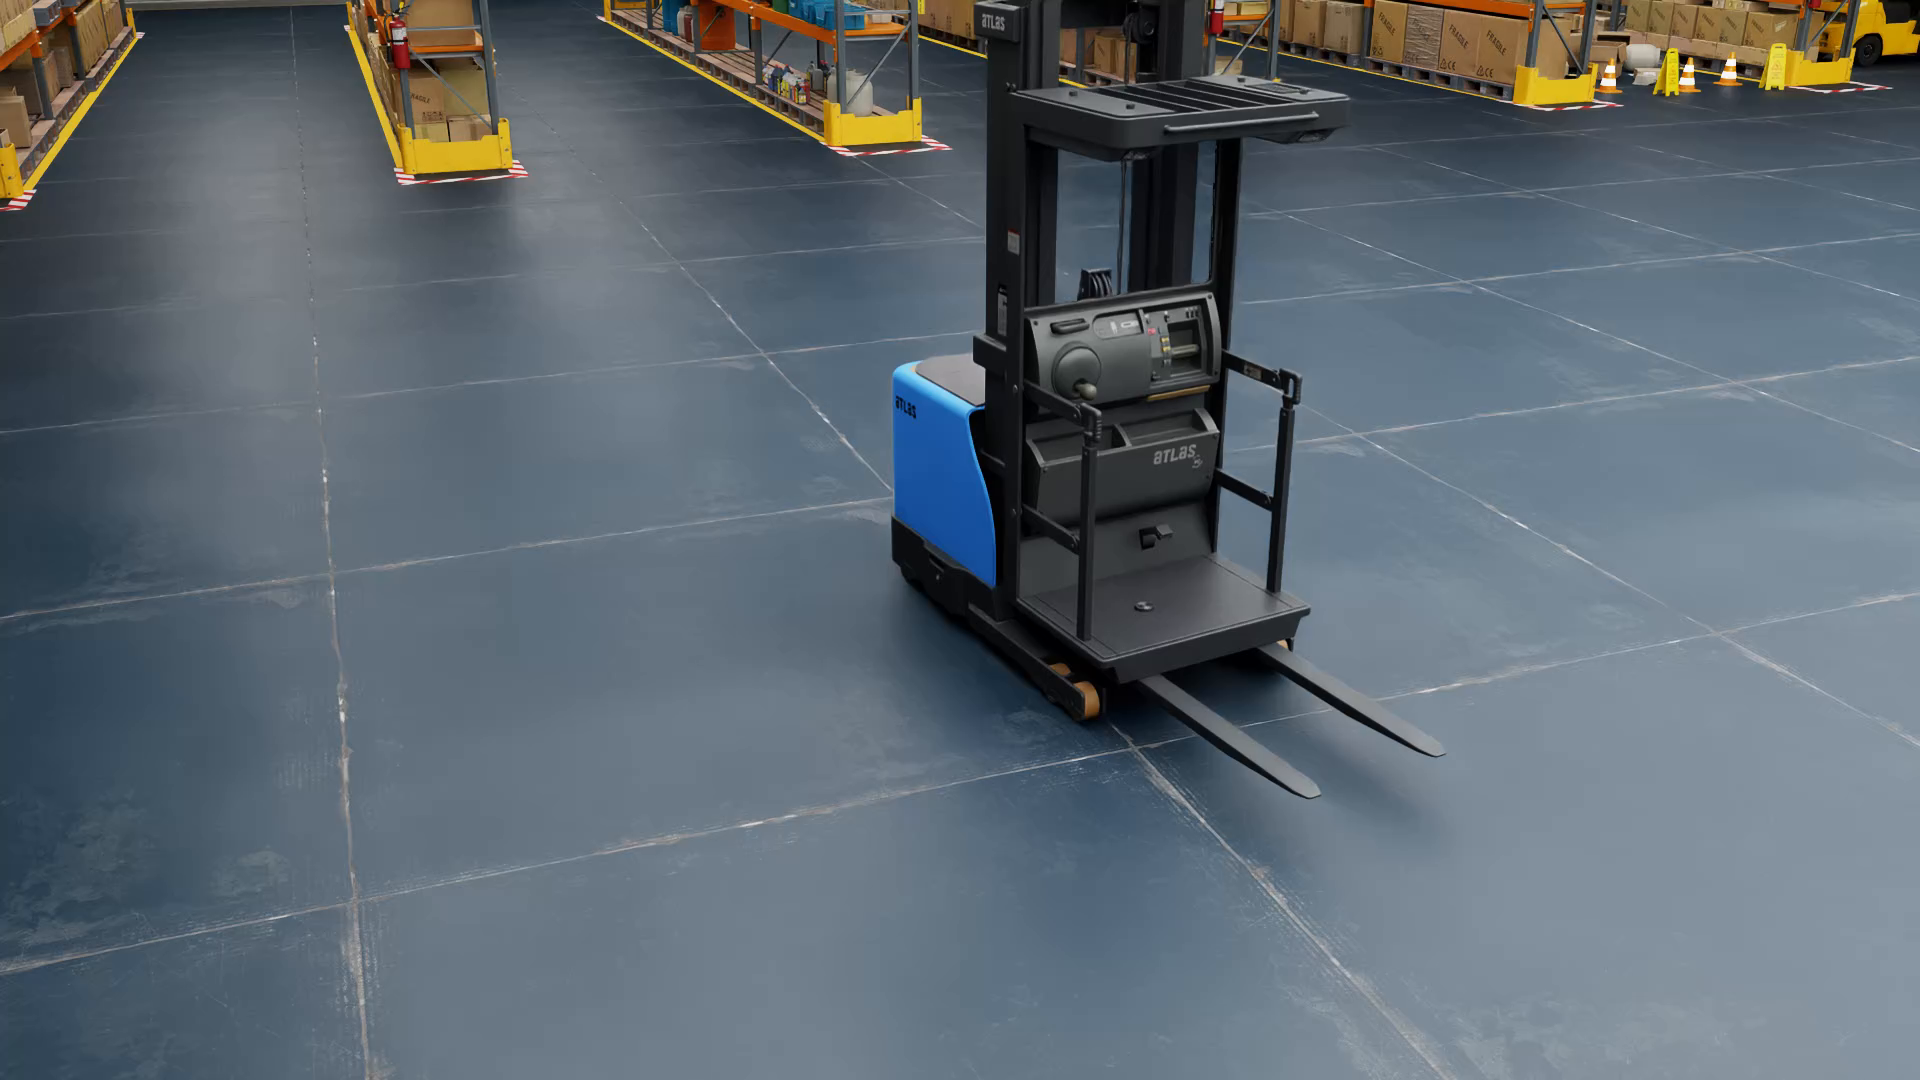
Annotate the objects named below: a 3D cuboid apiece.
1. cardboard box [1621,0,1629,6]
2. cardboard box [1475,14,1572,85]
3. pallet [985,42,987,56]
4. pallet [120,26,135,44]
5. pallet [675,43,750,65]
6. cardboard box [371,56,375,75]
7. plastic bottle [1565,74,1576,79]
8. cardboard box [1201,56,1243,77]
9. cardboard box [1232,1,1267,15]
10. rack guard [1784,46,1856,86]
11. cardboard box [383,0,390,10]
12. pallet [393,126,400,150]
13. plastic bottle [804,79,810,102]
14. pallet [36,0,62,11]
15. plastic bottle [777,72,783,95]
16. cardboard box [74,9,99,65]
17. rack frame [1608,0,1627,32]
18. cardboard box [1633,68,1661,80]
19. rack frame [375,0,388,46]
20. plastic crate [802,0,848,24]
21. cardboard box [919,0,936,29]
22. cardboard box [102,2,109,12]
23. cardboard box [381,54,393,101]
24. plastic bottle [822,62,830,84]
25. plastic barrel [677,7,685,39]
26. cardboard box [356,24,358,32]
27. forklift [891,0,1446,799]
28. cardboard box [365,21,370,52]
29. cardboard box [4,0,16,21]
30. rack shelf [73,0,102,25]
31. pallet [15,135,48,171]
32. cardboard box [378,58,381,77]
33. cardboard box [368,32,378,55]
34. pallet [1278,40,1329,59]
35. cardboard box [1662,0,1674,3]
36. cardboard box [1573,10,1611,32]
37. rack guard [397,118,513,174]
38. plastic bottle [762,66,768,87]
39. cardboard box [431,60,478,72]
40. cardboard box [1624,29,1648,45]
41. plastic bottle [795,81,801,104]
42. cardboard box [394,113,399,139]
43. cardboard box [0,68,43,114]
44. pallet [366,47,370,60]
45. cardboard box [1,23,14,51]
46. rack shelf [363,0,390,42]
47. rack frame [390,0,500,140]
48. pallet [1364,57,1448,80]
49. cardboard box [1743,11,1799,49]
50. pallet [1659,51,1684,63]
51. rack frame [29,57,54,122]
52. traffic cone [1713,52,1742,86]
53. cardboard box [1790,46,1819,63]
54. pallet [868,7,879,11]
[{"bbox_3d":[14.028,-11.394,34.598,0.500,0.500,0.500,-7,24,-17],"label":"cardboard box"},{"bbox_3d":[8.020,-7.001,23.694,0.875,0.875,0.875,-8,24,-19],"label":"cardboard box"},{"bbox_3d":[1.094,-8.243,28.037,1.003,0.211,1.213,-8,24,-19],"label":"pallet"},{"bbox_3d":[-15.553,-9.116,30.106,1.003,0.211,1.213,-8,24,-19],"label":"pallet"},{"bbox_3d":[-4.131,-8.129,27.764,1.003,0.211,1.213,-8,24,-19],"label":"pallet"},{"bbox_3d":[-8.360,-6.968,24.420,0.500,0.250,0.500,-9,24,-20],"label":"cardboard box"},{"bbox_3d":[9.415,-7.117,25.558,0.133,0.061,0.283,-18,29,-37],"label":"plastic bottle"},{"bbox_3d":[3.441,-6.177,22.220,0.500,0.500,0.500,-4,23,-9],"label":"cardboard box"},{"bbox_3d":[3.768,-6.926,21.645,0.380,0.149,0.250,-8,24,-19],"label":"cardboard box"},{"bbox_3d":[12.890,-7.141,25.049,1.175,0.500,0.348,-8,24,-19],"label":"rack guard"},{"bbox_3d":[-7.518,-7.234,22.223,0.396,0.266,0.258,-9,24,-20],"label":"cardboard box"},{"bbox_3d":[-6.360,-4.978,20.288,1.003,0.211,1.213,-8,24,-19],"label":"pallet"},{"bbox_3d":[-2.011,-5.895,21.804,0.061,0.283,0.133,-8,24,-19],"label":"plastic bottle"},{"bbox_3d":[-12.344,-6.972,21.676,1.003,0.211,1.213,-8,24,-19],"label":"pallet"},{"bbox_3d":[-2.418,-6.146,22.401,0.061,0.283,0.133,-7,24,-17],"label":"plastic bottle"},{"bbox_3d":[-13.523,-7.581,25.102,0.750,0.750,0.750,-8,24,-19],"label":"cardboard box"},{"bbox_3d":[11.504,-9.719,27.947,1.000,3.000,0.127,-8,24,-19],"label":"rack frame"},{"bbox_3d":[10.564,-7.151,25.524,0.380,0.149,0.250,4,23,9],"label":"cardboard box"},{"bbox_3d":[-7.036,-7.001,21.499,1.000,3.000,0.127,-8,24,-19],"label":"rack frame"},{"bbox_3d":[-1.668,-6.535,20.585,0.499,0.251,0.408,-8,24,-19],"label":"plastic crate"},{"bbox_3d":[-0.032,-9.926,30.633,1.225,0.875,0.875,-9,25,-21],"label":"cardboard box"},{"bbox_3d":[-14.614,-9.003,28.091,0.380,0.149,0.250,-8,24,-17],"label":"cardboard box"},{"bbox_3d":[-6.812,-5.699,20.442,0.500,0.500,0.500,-8,24,-19],"label":"cardboard box"},{"bbox_3d":[-1.836,-6.397,22.911,0.144,0.351,0.185,-10,25,-22],"label":"plastic bottle"},{"bbox_3d":[-4.685,-8.959,28.806,0.421,0.512,0.421,0,23,0],"label":"plastic barrel"},{"bbox_3d":[-10.517,-9.093,29.567,0.380,0.149,0.250,-8,24,-19],"label":"cardboard box"},{"bbox_3d":[0.813,-0.794,6.860,1.130,2.935,3.031,-12,26,-26],"label":"forklift"},{"bbox_3d":[-9.182,-8.001,26.524,0.500,0.500,0.500,-9,25,-21],"label":"cardboard box"},{"bbox_3d":[-10.679,-5.923,18.142,0.500,0.500,0.500,-8,24,-17],"label":"cardboard box"},{"bbox_3d":[-13.789,-8.169,25.196,1.077,0.370,4.000,-8,24,-19],"label":"rack shelf"},{"bbox_3d":[-10.964,-4.352,18.804,1.003,0.211,1.213,-8,24,-19],"label":"pallet"},{"bbox_3d":[-7.447,-6.294,22.099,0.500,0.311,0.500,-8,24,-19],"label":"cardboard box"},{"bbox_3d":[-8.539,-7.409,24.744,0.500,0.311,0.500,-7,24,-17],"label":"cardboard box"},{"bbox_3d":[6.131,-8.432,28.484,1.003,0.211,1.213,-8,24,-19],"label":"pallet"},{"bbox_3d":[11.631,-8.798,26.961,0.380,0.149,0.250,-7,24,-17],"label":"cardboard box"},{"bbox_3d":[11.059,-9.152,29.446,0.950,0.372,0.625,-7,24,-16],"label":"cardboard box"},{"bbox_3d":[-5.614,-4.387,18.516,1.175,0.500,0.348,-8,24,-19],"label":"rack guard"},{"bbox_3d":[-2.698,-6.449,23.135,0.097,0.271,0.097,0,23,0],"label":"plastic bottle"},{"bbox_3d":[-5.971,-5.407,19.750,0.500,0.500,0.500,-8,24,-19],"label":"cardboard box"},{"bbox_3d":[11.460,-8.394,27.803,0.500,0.250,0.500,-10,25,-21],"label":"cardboard box"},{"bbox_3d":[-2.105,-5.824,21.638,0.061,0.283,0.133,-8,24,-18],"label":"plastic bottle"},{"bbox_3d":[-6.277,-4.809,19.297,0.500,0.250,0.500,-8,24,-19],"label":"cardboard box"},{"bbox_3d":[-11.945,-5.636,20.913,0.700,0.500,0.500,-7,24,-17],"label":"cardboard box"},{"bbox_3d":[-9.539,-8.333,28.249,1.003,0.211,1.213,-8,24,-19],"label":"pallet"},{"bbox_3d":[-10.502,-5.401,17.868,0.500,0.250,0.500,-9,24,-20],"label":"cardboard box"},{"bbox_3d":[-7.743,-7.397,23.363,1.077,0.370,4.000,-8,24,-19],"label":"rack shelf"},{"bbox_3d":[-5.623,-5.548,18.051,1.000,3.000,0.127,-8,24,-19],"label":"rack frame"},{"bbox_3d":[7.104,-7.431,26.109,1.003,0.211,1.213,-8,24,-19],"label":"pallet"},{"bbox_3d":[12.390,-7.793,25.411,0.500,0.500,0.500,-8,24,-19],"label":"cardboard box"},{"bbox_3d":[11.774,-8.195,27.921,1.003,0.211,1.213,-8,24,-19],"label":"pallet"},{"bbox_3d":[-11.669,-6.320,19.883,1.000,3.000,0.127,-8,24,-19],"label":"rack frame"},{"bbox_3d":[11.558,-7.076,24.942,0.336,0.463,0.334,-8,24,-19],"label":"traffic cone"},{"bbox_3d":[12.891,-7.523,25.736,0.500,0.250,0.500,-9,24,-19],"label":"cardboard box"},{"bbox_3d":[-1.223,-10.712,33.893,1.003,0.211,1.213,-8,24,-19],"label":"pallet"}]
